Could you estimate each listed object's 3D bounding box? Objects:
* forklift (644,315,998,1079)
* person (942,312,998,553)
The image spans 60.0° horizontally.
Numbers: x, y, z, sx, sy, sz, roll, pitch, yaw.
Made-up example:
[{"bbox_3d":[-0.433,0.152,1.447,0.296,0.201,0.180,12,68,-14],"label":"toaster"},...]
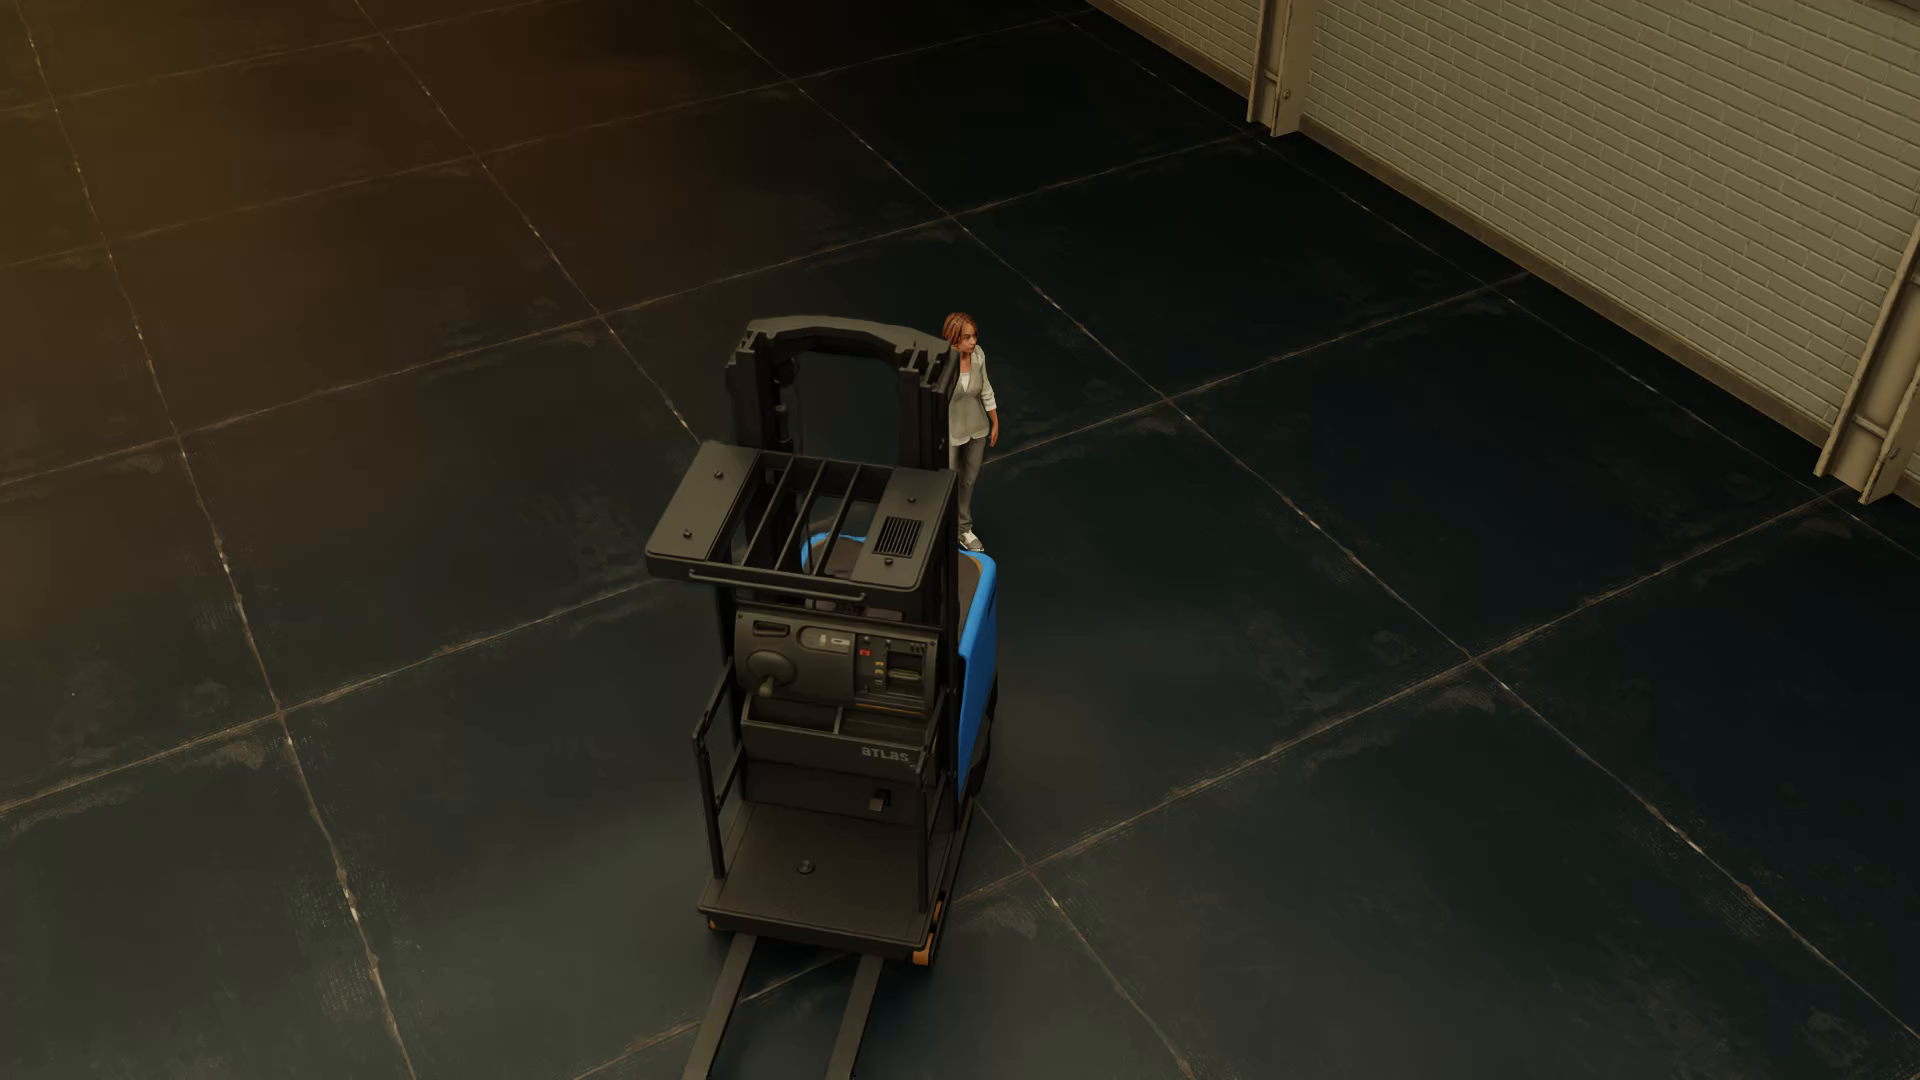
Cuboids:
[{"bbox_3d":[-0.599,0.628,7.279,1.130,2.935,3.031,8,40,9],"label":"forklift"},{"bbox_3d":[0.025,-0.575,9.762,0.519,1.598,0.474,-20,44,-23],"label":"person"}]
